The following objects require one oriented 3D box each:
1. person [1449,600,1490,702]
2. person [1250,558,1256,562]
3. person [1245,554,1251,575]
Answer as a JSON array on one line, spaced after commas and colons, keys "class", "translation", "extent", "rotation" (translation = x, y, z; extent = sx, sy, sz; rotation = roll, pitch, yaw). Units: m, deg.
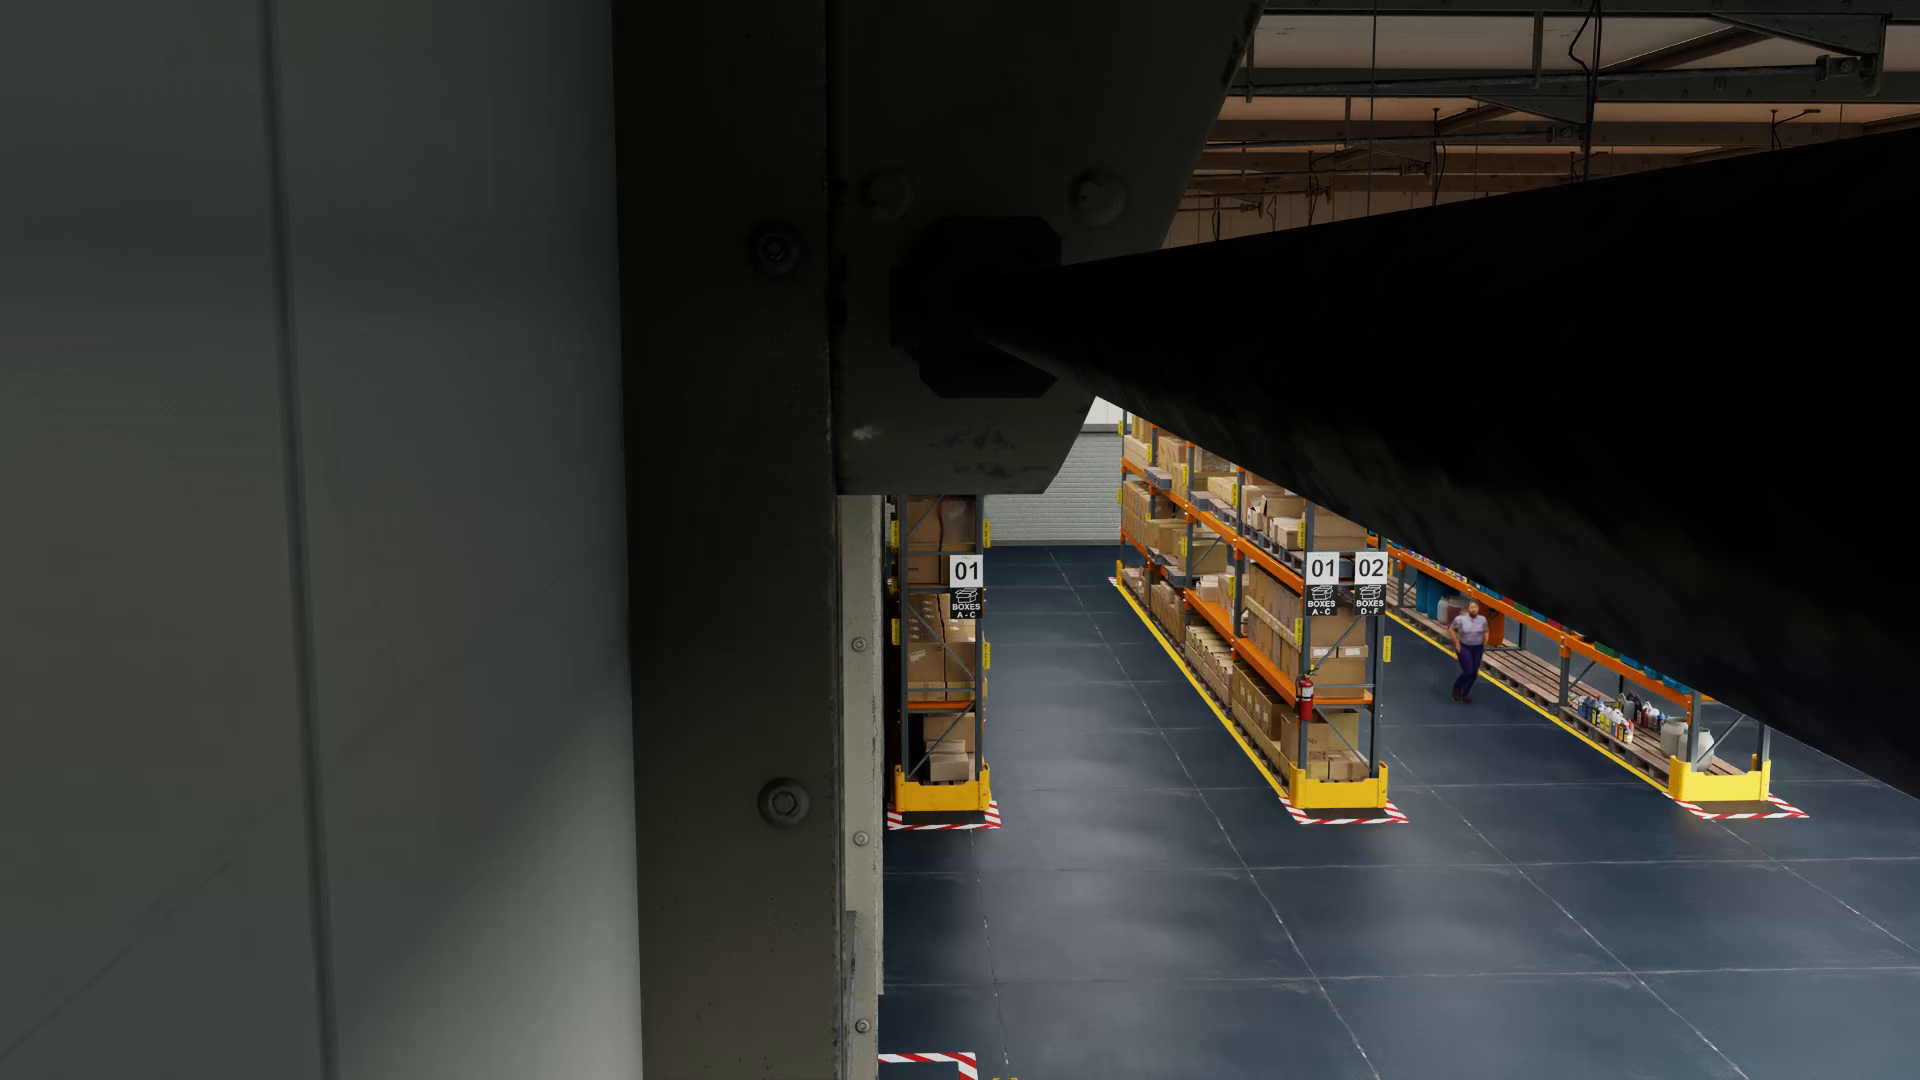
[{"class": "person", "translation": [7.939, 1.742, 25.786], "extent": [0.586, 1.606, 0.585], "rotation": [-1, 8, -6]}, {"class": "person", "translation": [6.118, 0.600, 33.069], "extent": [0.668, 1.810, 0.752], "rotation": [-2, 9, -10]}, {"class": "person", "translation": [6.075, 0.426, 34.708], "extent": [0.557, 1.731, 0.758], "rotation": [-1, 8, -7]}]
